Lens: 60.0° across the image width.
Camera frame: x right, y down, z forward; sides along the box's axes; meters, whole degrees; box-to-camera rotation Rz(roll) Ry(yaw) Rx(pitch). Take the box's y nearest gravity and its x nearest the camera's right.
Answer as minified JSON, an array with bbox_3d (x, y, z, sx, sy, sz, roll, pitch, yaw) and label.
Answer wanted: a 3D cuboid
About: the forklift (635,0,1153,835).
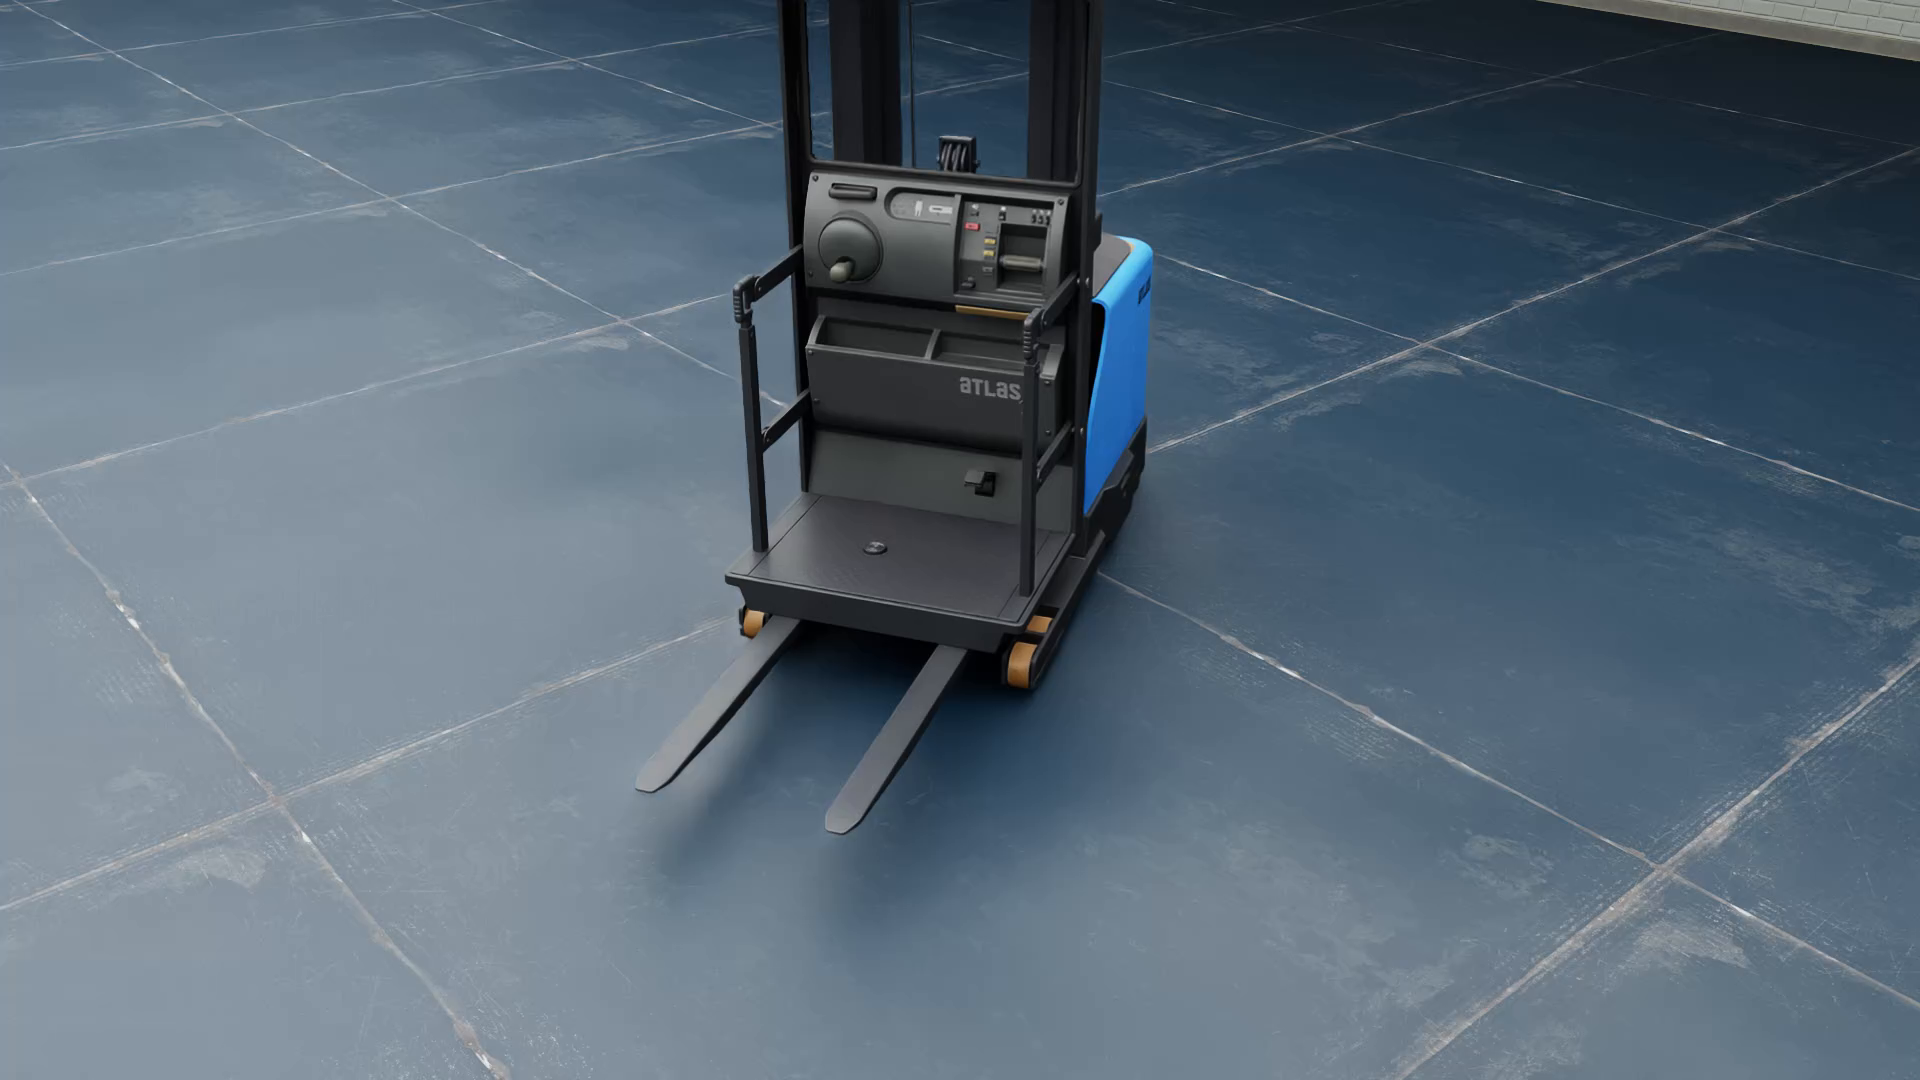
[{"bbox_3d":[-0.157,-0.988,5.489,1.130,2.935,3.031,9,29,16],"label":"forklift"}]
